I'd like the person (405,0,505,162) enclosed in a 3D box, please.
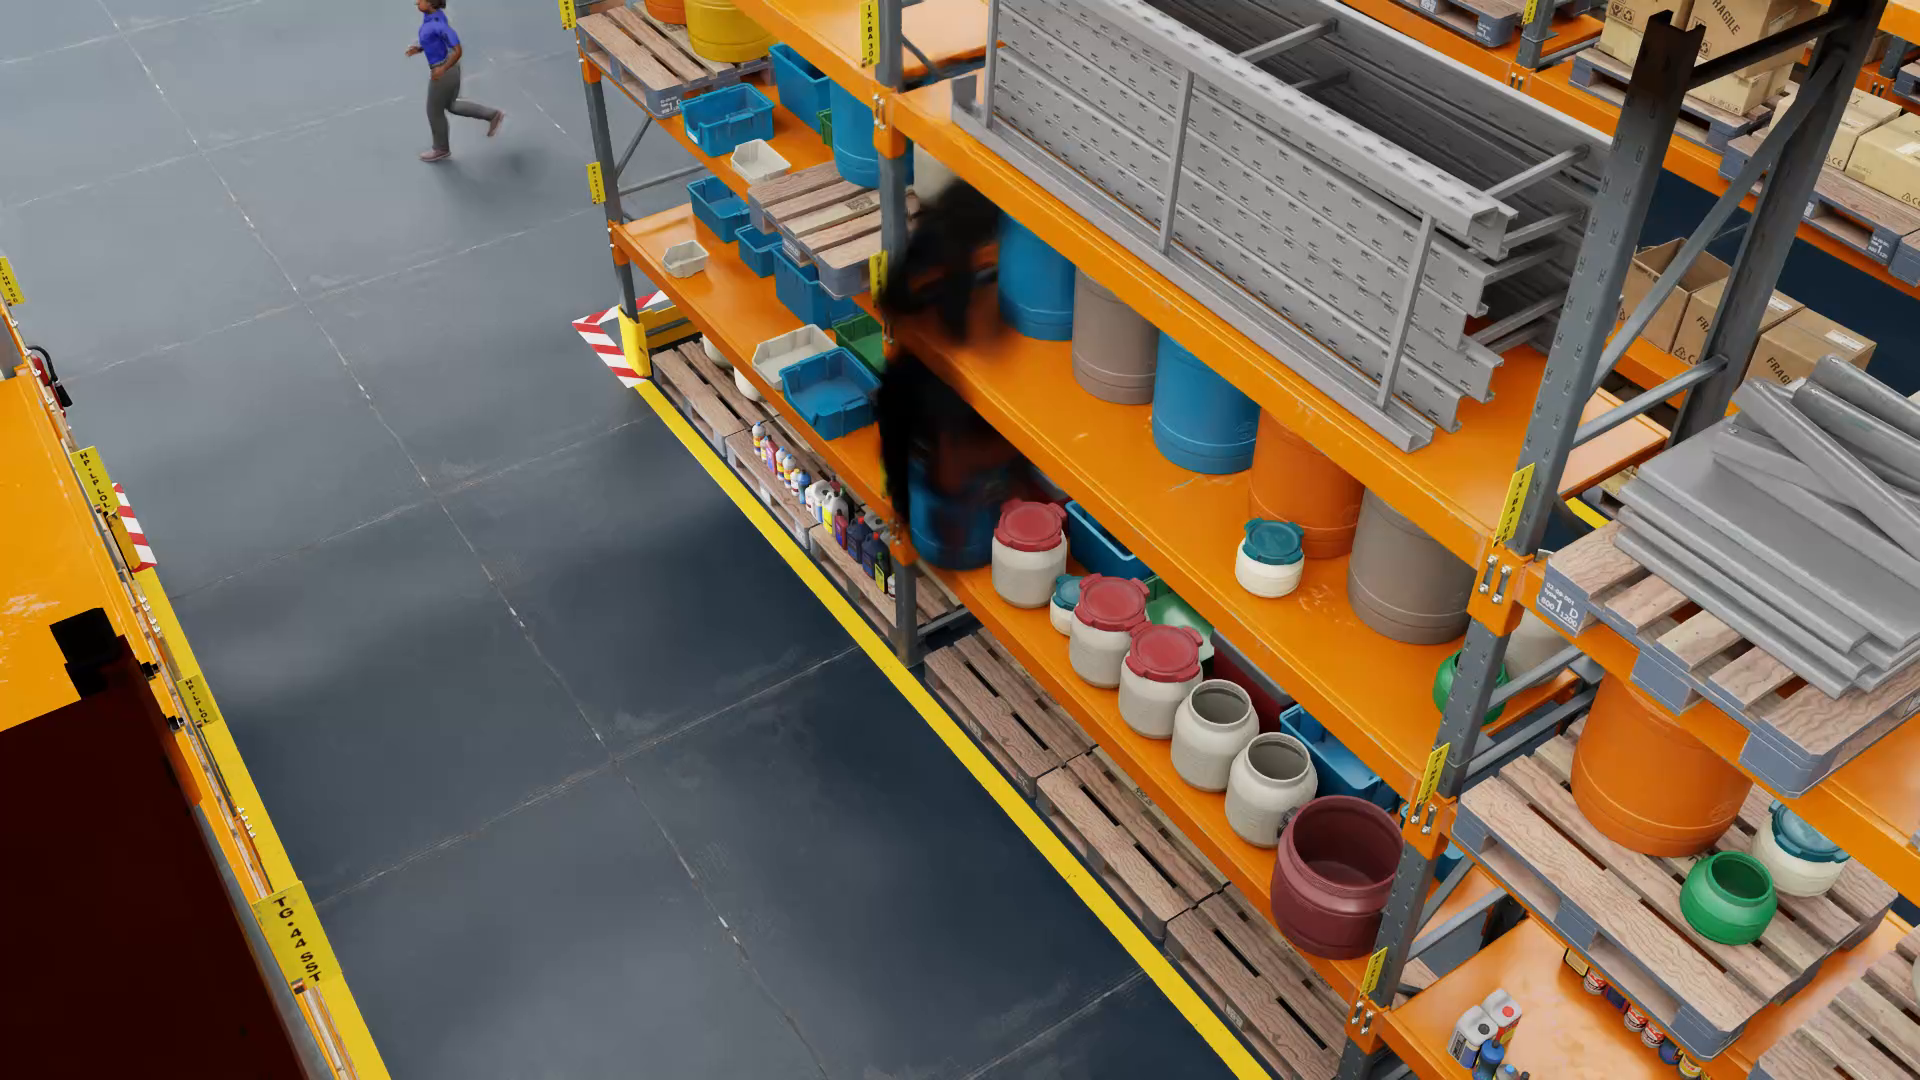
[{"bbox_3d":[-4.668,-4.255,15.180,0.851,1.650,0.579,-9,43,-10],"label":"person"}]
